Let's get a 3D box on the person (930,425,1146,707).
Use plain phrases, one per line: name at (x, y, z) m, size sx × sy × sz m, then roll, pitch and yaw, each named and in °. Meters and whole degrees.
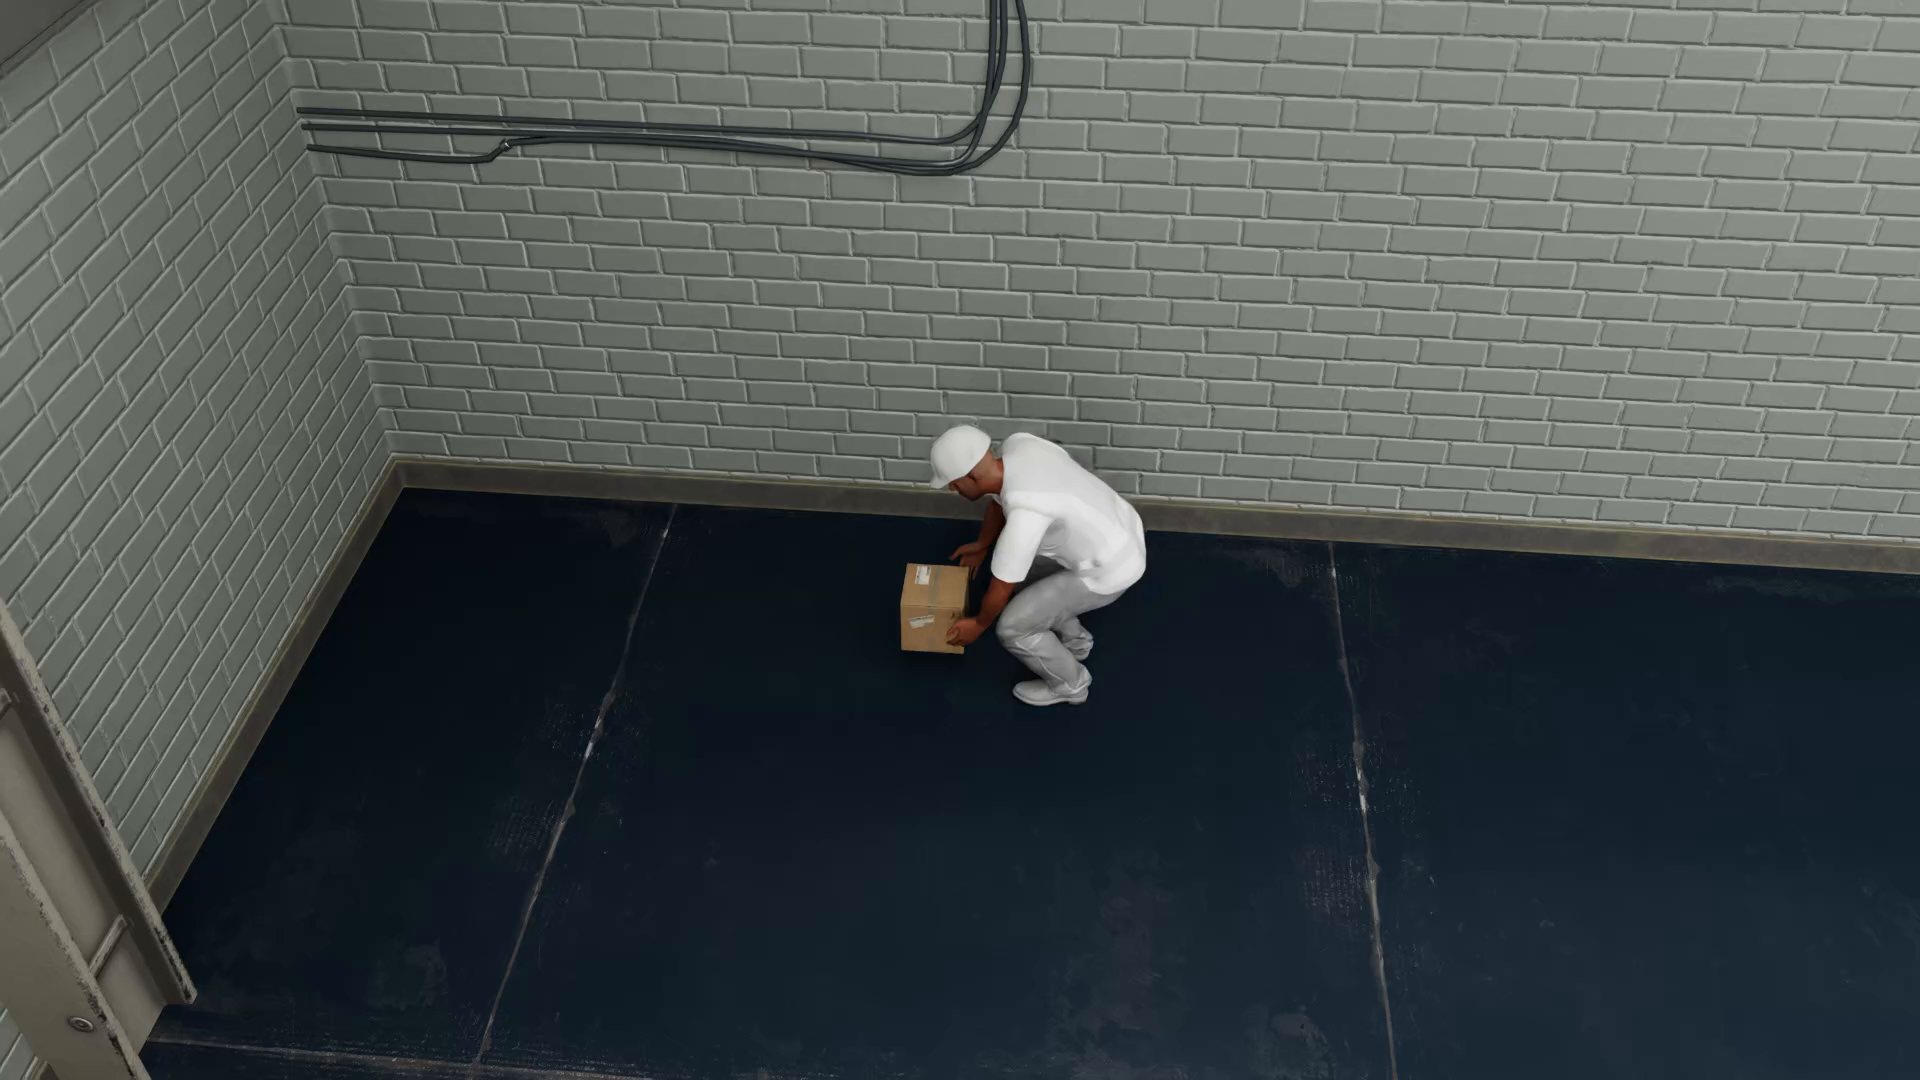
person at (0.302, 0.093, 6.423) m, size 0.823 × 1.260 × 0.626 m, roll 3°, pitch 40°, yaw 4°
